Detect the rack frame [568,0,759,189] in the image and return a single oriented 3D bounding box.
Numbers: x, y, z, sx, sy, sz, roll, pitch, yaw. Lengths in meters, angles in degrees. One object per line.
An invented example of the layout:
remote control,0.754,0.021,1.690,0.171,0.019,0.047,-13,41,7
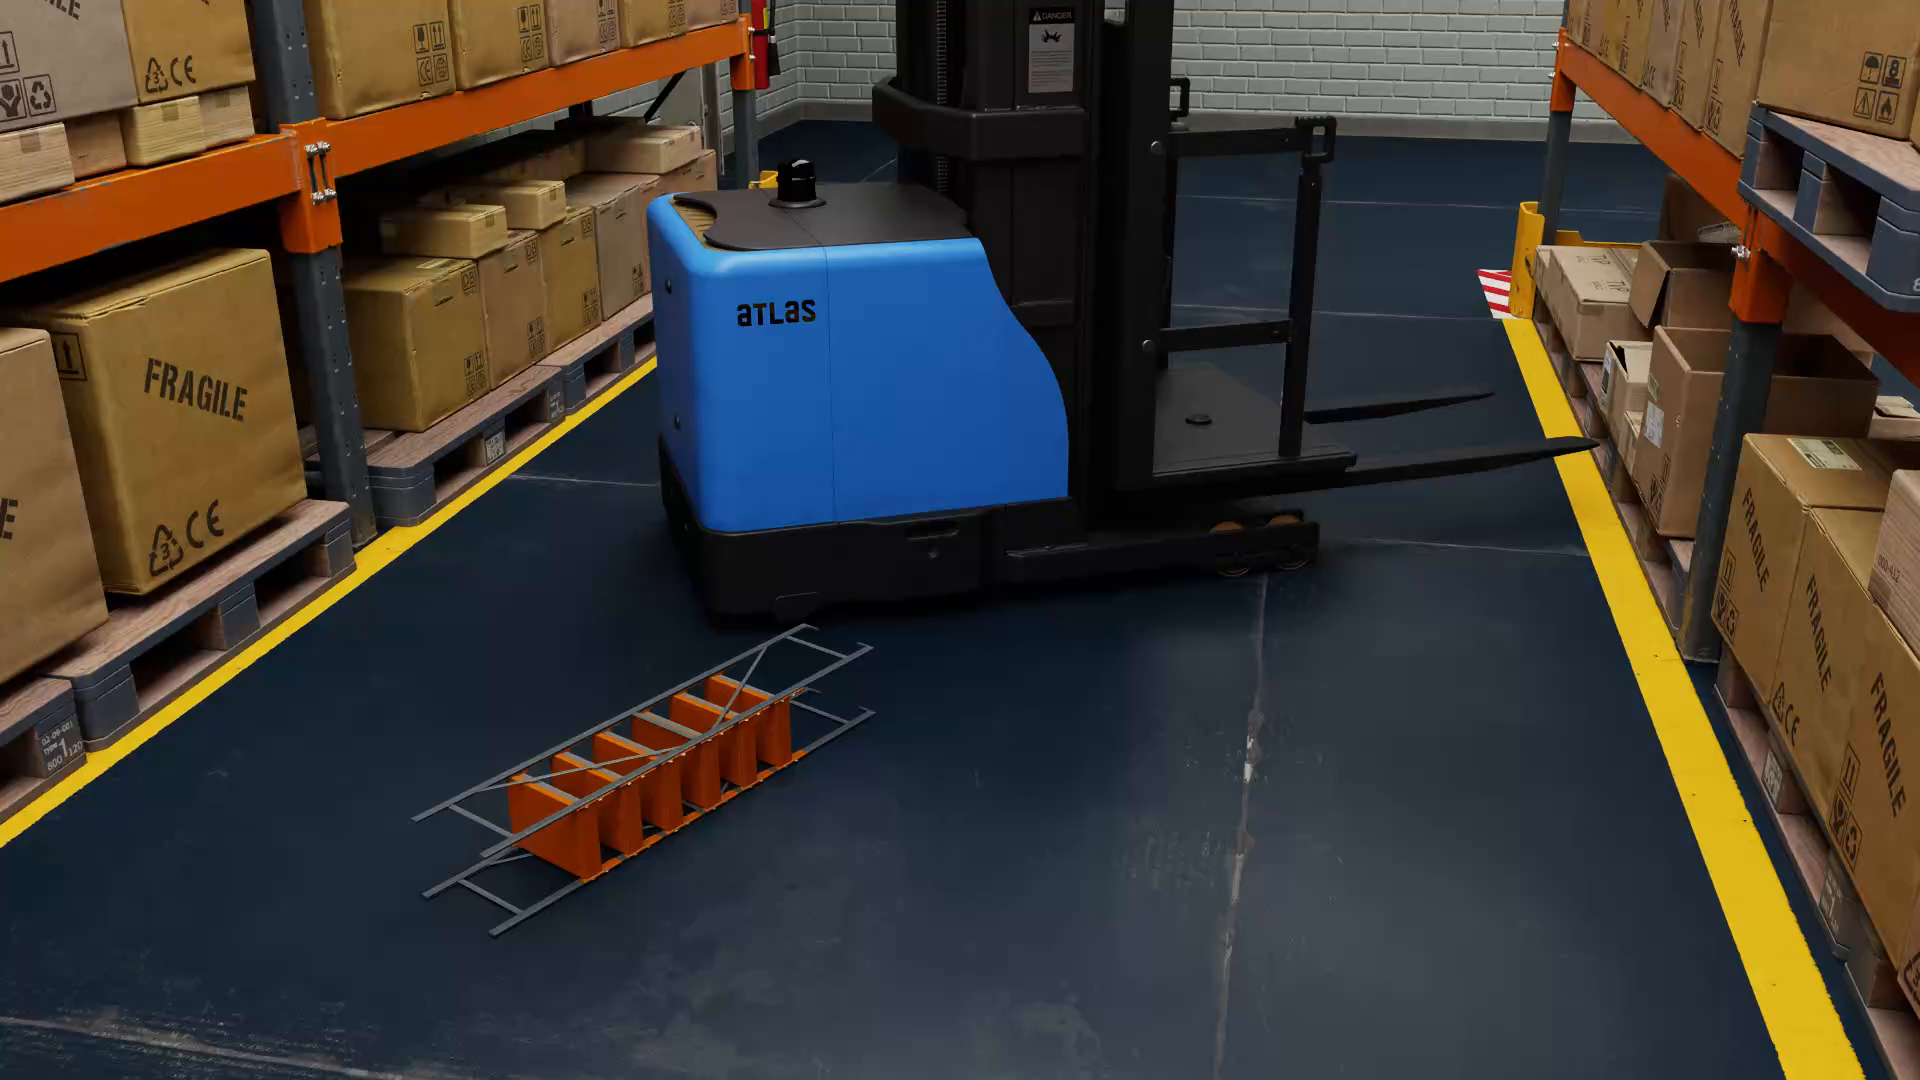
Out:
rack frame,-1.566,-2.878,8.485,1.000,3.000,0.127,4,22,11

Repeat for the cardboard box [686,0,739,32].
cardboard box,-1.660,-2.830,7.964,0.980,0.700,0.700,5,23,13

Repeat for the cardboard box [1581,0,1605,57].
cardboard box,2.835,-2.217,6.710,0.500,0.500,0.500,4,22,10

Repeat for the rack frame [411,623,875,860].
rack frame,-0.672,0.424,3.797,0.240,0.006,1.200,16,27,34

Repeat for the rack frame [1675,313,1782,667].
rack frame,2.468,-1.039,3.919,1.000,3.000,0.127,4,22,11

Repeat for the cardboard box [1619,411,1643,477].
cardboard box,2.324,-0.293,5.292,0.380,0.149,0.250,4,22,11

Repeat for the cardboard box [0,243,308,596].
cardboard box,-2.388,-0.366,4.561,0.750,0.750,0.750,5,22,12

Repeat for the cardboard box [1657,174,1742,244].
cardboard box,3.414,-1.329,7.396,0.500,0.500,0.500,4,22,11

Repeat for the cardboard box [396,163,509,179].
cardboard box,-2.090,-1.456,6.868,0.380,0.149,0.250,4,22,10

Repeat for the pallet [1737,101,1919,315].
pallet,2.198,-0.666,3.250,1.003,0.211,1.213,4,22,11

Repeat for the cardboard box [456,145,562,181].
cardboard box,-1.987,-1.642,7.331,0.380,0.149,0.250,5,22,12

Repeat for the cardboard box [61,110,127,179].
cardboard box,-2.299,-0.978,4.075,0.380,0.149,0.250,5,23,13

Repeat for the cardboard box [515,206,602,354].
cardboard box,-1.917,-1.088,6.823,0.700,0.500,0.500,5,22,12

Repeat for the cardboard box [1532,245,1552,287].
cardboard box,2.862,-1.257,7.686,0.380,0.149,0.250,4,22,11

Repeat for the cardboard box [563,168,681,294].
cardboard box,-1.713,-1.467,7.765,0.700,0.500,0.500,4,22,11

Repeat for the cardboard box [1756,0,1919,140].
cardboard box,2.152,-1.124,3.434,0.700,0.500,0.500,-3,22,-7

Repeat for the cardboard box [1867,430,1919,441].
cardboard box,2.765,-0.133,4.679,0.500,0.311,0.500,4,22,11

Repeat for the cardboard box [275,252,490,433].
cardboard box,-2.129,-0.716,5.901,0.700,0.500,0.500,5,22,12

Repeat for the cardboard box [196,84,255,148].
cardboard box,-2.174,-1.163,4.536,0.380,0.149,0.250,5,22,11

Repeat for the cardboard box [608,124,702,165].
cardboard box,-1.459,-1.890,7.947,0.380,0.149,0.250,4,22,10

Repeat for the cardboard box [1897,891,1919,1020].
cardboard box,1.820,0.637,2.513,0.500,0.500,0.500,4,22,9

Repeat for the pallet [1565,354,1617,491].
pallet,2.856,-0.444,6.174,1.003,0.211,1.213,4,22,11

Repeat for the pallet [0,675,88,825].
pallet,-2.713,0.613,3.548,1.003,0.211,1.213,4,22,11

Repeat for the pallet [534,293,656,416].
pallet,-1.904,-0.842,7.161,1.003,0.211,1.213,4,22,11

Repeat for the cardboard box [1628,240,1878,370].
cardboard box,2.846,-0.773,6.010,0.797,0.503,0.637,4,22,11

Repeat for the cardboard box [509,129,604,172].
cardboard box,-1.884,-1.827,7.789,0.380,0.149,0.250,5,22,11

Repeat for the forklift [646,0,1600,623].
forklift,0.596,-1.428,4.975,3.031,2.935,1.130,-7,23,-16

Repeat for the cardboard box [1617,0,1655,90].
cardboard box,2.627,-1.851,5.801,0.500,0.500,0.500,5,22,12

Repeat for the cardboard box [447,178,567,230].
cardboard box,-1.774,-1.320,6.531,0.380,0.149,0.250,4,22,9

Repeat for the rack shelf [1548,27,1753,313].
rack shelf,2.876,-1.437,5.869,1.077,0.370,4.000,4,22,11

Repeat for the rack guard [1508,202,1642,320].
rack guard,3.269,-1.315,7.949,1.175,0.500,0.348,4,22,11

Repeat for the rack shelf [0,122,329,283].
rack shelf,-2.790,-0.350,3.171,1.077,0.370,4.000,4,22,11

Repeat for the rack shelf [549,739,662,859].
rack shelf,-0.790,0.567,3.687,0.258,0.180,0.103,16,27,34

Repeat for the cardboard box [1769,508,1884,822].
cardboard box,2.033,0.270,3.424,0.500,0.500,0.500,5,22,12

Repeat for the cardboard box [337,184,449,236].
cardboard box,-2.195,-1.269,6.404,0.380,0.149,0.250,4,22,9

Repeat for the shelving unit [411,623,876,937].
shelving unit,-0.672,0.509,3.832,0.258,0.189,1.200,16,27,34

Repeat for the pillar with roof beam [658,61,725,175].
pillar with roof beam,2.353,-6.386,9.165,9.100,9.000,0.400,4,22,11

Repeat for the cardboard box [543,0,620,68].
cardboard box,-1.962,-2.285,6.611,0.980,0.700,0.700,3,22,8

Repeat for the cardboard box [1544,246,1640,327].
cardboard box,2.794,-1.071,7.089,0.500,0.250,0.500,4,22,11

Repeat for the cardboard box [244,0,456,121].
cardboard box,-2.256,-1.752,5.287,0.980,0.700,0.700,5,22,12

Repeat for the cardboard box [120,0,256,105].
cardboard box,-2.230,-1.421,4.308,0.500,0.500,0.500,4,22,10

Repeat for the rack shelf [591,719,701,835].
rack shelf,-0.718,0.531,3.776,0.258,0.180,0.103,16,27,34

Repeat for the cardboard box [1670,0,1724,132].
cardboard box,2.423,-1.477,4.871,0.500,0.500,0.500,5,22,12

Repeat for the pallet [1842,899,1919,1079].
pallet,2.092,1.002,2.583,1.003,0.211,1.213,4,22,11

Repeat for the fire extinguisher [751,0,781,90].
fire extinguisher,-1.083,-2.690,8.619,0.296,0.674,0.183,4,22,11

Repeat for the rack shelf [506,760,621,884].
rack shelf,-0.862,0.603,3.598,0.258,0.180,0.103,16,27,34
